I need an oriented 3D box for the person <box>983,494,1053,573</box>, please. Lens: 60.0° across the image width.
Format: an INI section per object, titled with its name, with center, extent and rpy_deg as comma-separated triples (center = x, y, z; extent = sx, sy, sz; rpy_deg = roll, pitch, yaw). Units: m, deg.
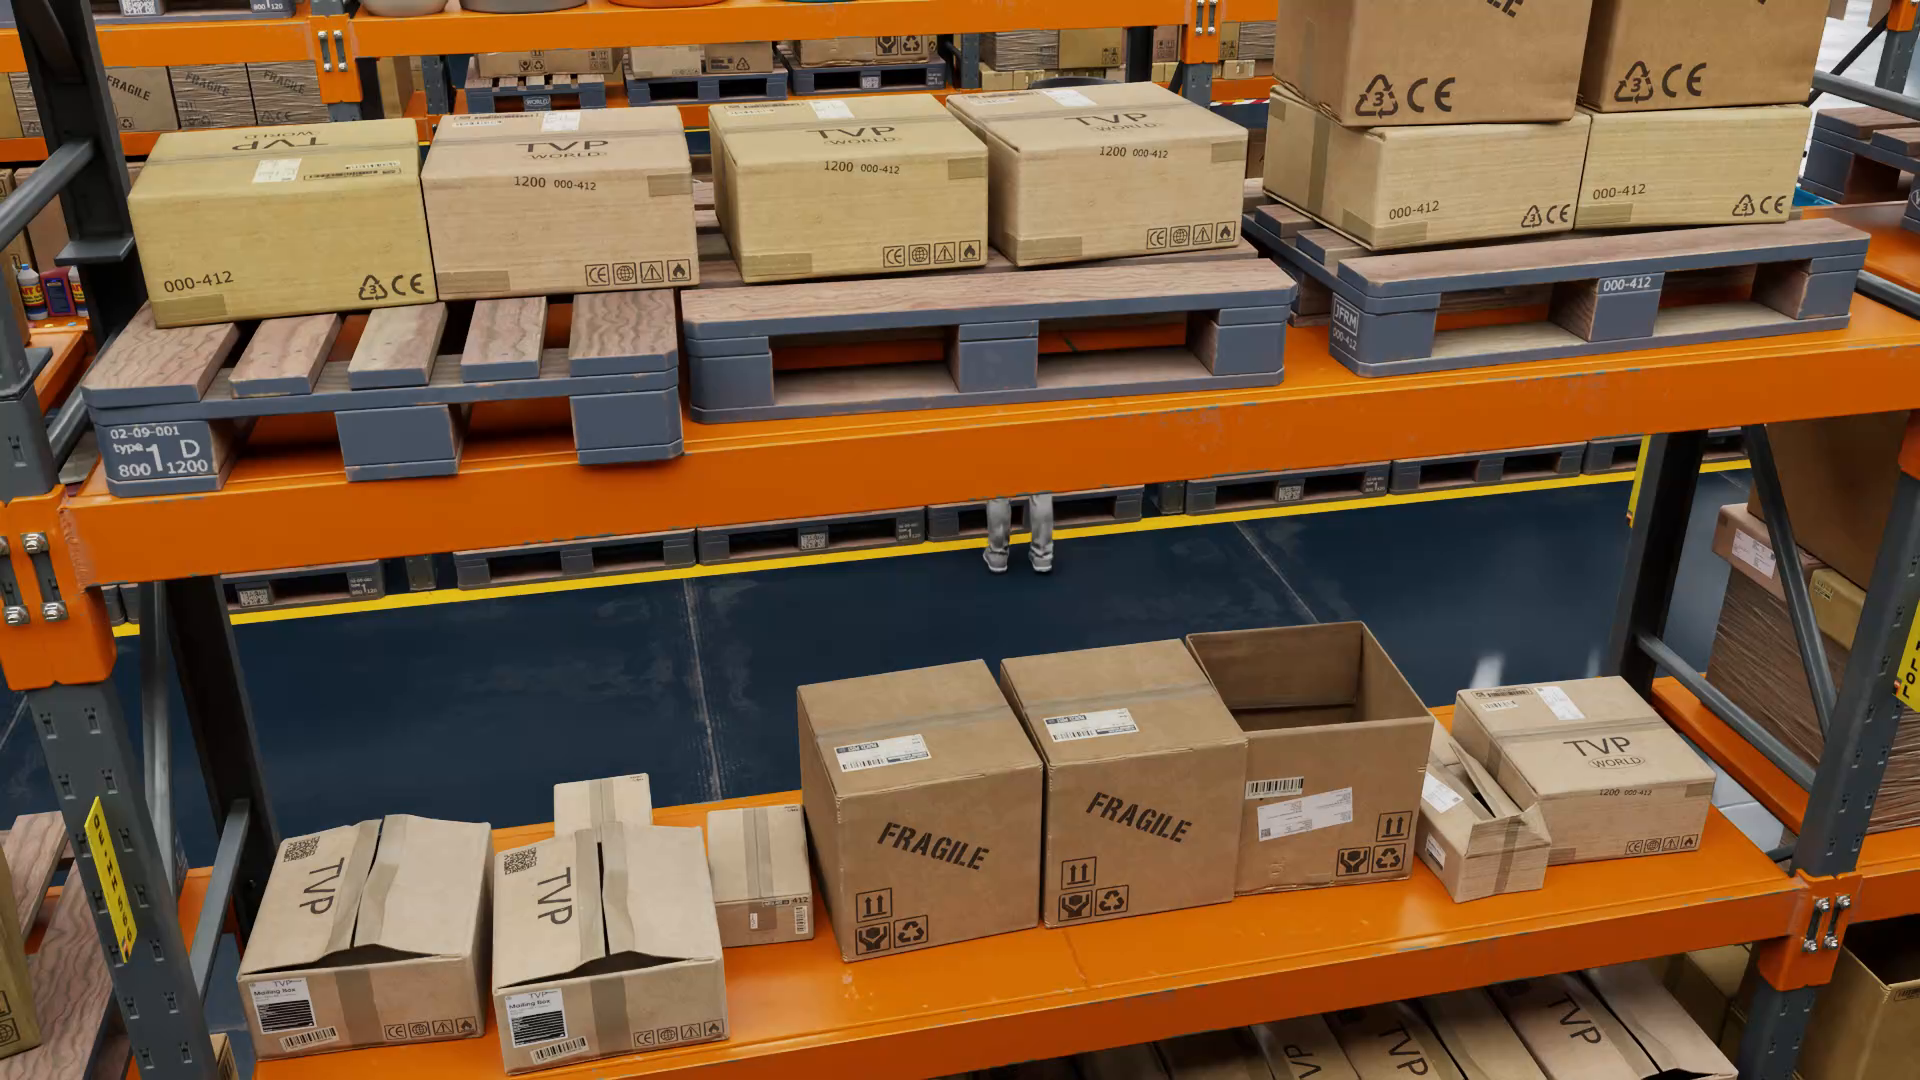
[person]
center = 0.279, -0.620, 8.349
extent = 0.468, 1.674, 0.328
rpy_deg = -1, 27, -2
